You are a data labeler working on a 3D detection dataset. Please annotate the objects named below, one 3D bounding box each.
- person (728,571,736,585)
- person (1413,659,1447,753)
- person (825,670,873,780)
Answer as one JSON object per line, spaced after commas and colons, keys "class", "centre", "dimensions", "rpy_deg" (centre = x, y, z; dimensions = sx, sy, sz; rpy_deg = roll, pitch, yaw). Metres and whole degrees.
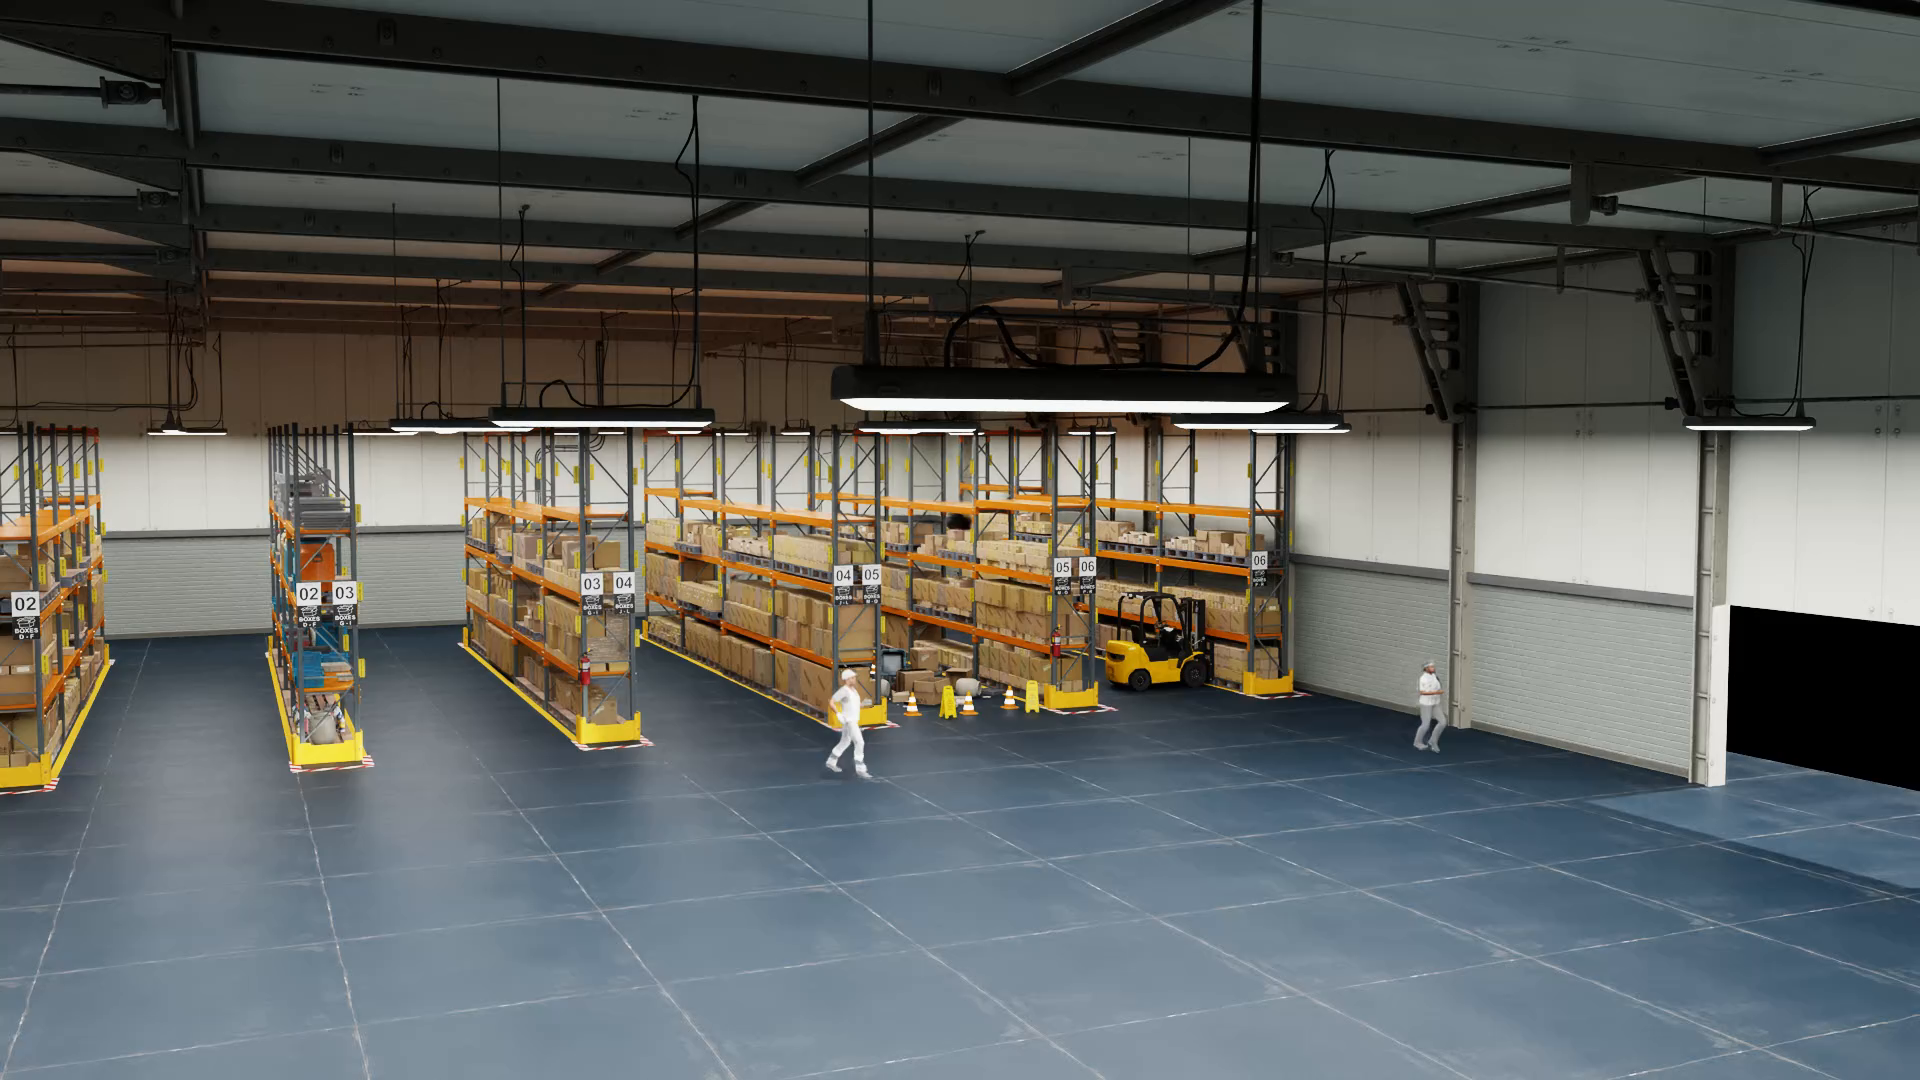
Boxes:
{"class": "person", "centre": [-6.814, 1.805, 49.919], "dimensions": [0.632, 1.730, 0.689], "rpy_deg": [-2, 4, -27]}
{"class": "person", "centre": [8.603, 3.032, 30.340], "dimensions": [0.554, 1.737, 0.672], "rpy_deg": [-3, 4, -37]}
{"class": "person", "centre": [-1.875, 3.098, 28.030], "dimensions": [0.858, 1.833, 0.653], "rpy_deg": [1, 4, 9]}
